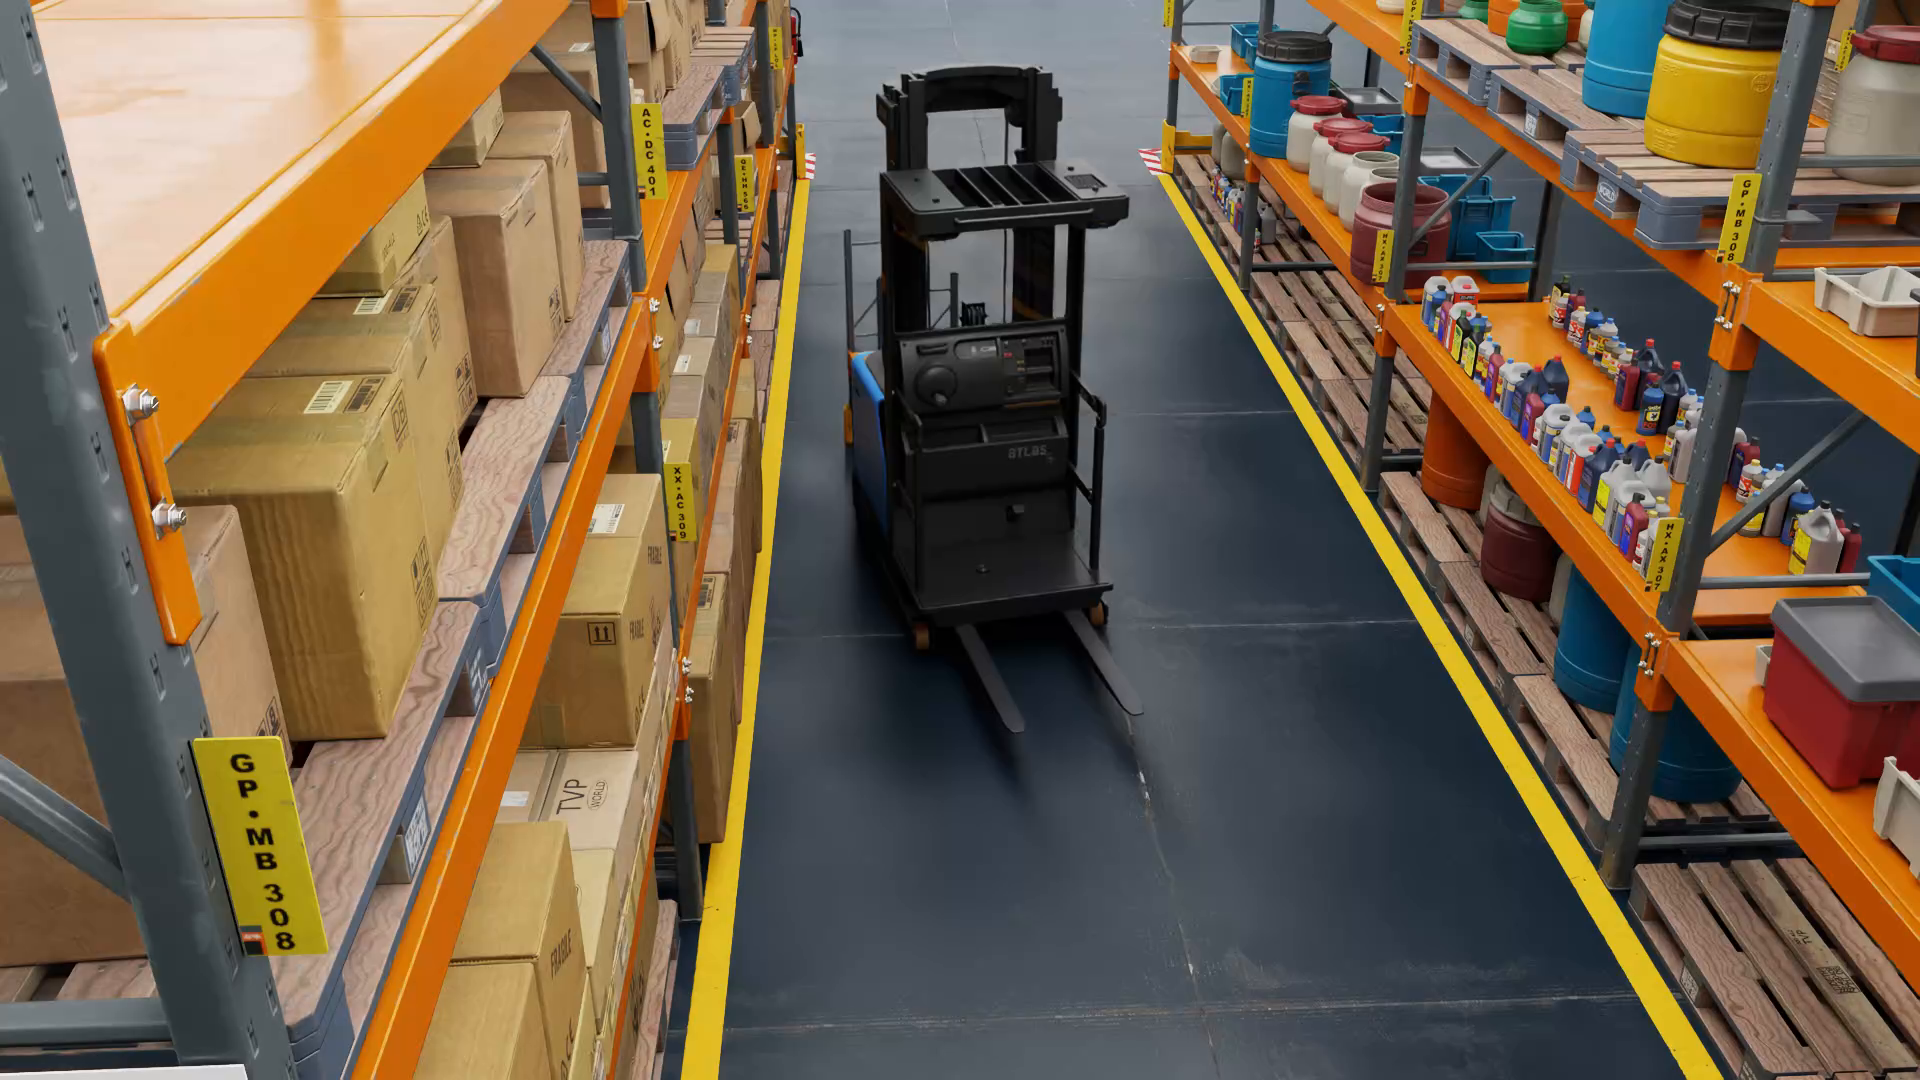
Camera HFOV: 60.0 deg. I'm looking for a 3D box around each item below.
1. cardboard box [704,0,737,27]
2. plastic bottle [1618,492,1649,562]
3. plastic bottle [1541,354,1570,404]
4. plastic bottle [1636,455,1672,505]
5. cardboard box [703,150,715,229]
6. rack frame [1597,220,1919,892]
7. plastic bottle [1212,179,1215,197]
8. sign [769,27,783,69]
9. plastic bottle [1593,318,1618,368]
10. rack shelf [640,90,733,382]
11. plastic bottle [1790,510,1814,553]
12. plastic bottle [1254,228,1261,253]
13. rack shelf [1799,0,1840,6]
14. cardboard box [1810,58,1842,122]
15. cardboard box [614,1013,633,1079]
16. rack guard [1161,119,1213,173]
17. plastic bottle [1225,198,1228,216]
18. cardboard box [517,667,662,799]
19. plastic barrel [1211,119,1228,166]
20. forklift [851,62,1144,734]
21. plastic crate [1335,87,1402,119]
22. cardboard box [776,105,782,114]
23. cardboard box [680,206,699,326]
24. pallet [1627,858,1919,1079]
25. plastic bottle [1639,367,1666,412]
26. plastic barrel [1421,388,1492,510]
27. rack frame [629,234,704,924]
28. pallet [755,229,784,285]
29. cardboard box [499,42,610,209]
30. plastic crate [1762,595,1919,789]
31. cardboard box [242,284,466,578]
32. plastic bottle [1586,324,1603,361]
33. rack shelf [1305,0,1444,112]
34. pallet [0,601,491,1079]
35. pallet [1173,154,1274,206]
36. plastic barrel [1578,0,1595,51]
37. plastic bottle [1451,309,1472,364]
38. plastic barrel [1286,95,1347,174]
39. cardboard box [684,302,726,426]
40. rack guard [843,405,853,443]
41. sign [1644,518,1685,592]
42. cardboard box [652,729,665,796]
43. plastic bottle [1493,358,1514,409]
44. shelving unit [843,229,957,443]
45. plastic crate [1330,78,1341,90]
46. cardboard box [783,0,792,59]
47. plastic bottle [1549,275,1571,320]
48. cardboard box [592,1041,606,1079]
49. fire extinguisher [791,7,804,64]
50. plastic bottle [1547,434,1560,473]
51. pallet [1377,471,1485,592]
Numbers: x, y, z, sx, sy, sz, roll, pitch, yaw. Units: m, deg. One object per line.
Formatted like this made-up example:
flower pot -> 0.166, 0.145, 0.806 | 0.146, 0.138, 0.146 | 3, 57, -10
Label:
cardboard box -> -1.586, -3.043, 9.759 | 0.500, 0.250, 0.500 | -1, 28, -2
plastic bottle -> 2.938, -0.056, 7.241 | 0.061, 0.283, 0.133 | -1, 28, -3
plastic bottle -> 3.052, -0.798, 8.589 | 0.144, 0.351, 0.185 | -1, 28, -3
plastic bottle -> 3.109, -0.226, 7.494 | 0.144, 0.351, 0.185 | -1, 28, -3
cardboard box -> -2.013, -2.290, 10.835 | 0.700, 0.500, 0.500 | 3, 28, 5
rack frame -> 3.340, 0.172, 6.677 | 1.000, 3.000, 0.127 | -1, 28, -3
plastic bottle -> 2.502, -3.432, 16.136 | 0.097, 0.201, 0.097 | 0, 28, 0
sign -> -1.470, -3.932, 13.292 | 0.100, 0.325, 0.005 | -1, 28, -3
plastic bottle -> 3.598, -1.102, 9.258 | 0.097, 0.271, 0.097 | 0, 28, 0
rack shelf -> -1.711, -1.643, 7.691 | 1.077, 0.370, 4.000 | -1, 28, -3
plastic bottle -> 3.715, -0.034, 7.287 | 0.097, 0.201, 0.097 | 0, 28, 0
plastic bottle -> 2.592, -2.637, 14.613 | 0.097, 0.201, 0.097 | 0, 28, 0
rack shelf -> 3.444, -1.068, 3.778 | 1.077, 0.370, 4.000 | -1, 28, -3
cardboard box -> 7.839, -3.890, 14.356 | 0.700, 0.500, 0.500 | -2, 28, -4
cardboard box -> -1.605, 1.770, 5.457 | 0.875, 0.875, 0.875 | -1, 28, -3
rack guard -> 2.764, -4.228, 17.815 | 1.175, 0.500, 0.348 | -1, 28, -3
plastic bottle -> 2.535, -3.134, 15.566 | 0.097, 0.201, 0.097 | 0, 28, 0
cardboard box -> -1.292, 0.662, 5.577 | 0.500, 0.250, 0.500 | -1, 28, -1
plastic barrel -> 2.824, -4.151, 17.201 | 0.421, 0.512, 0.421 | 0, 28, 0
forklift -> 0.192, -0.890, 8.787 | 1.130, 2.935, 3.031 | -7, 28, -13
plastic crate -> 3.253, -3.335, 13.331 | 0.402, 0.464, 0.583 | -1, 28, -3
cardboard box -> -1.771, -3.861, 14.680 | 0.380, 0.149, 0.250 | -1, 28, -3
cardboard box -> -1.762, -1.406, 8.509 | 0.797, 0.503, 0.637 | -1, 28, -1
pallet -> 3.417, 1.747, 6.673 | 1.003, 0.211, 1.213 | -1, 28, -3
plastic bottle -> 3.593, -0.771, 8.611 | 0.061, 0.283, 0.133 | -1, 28, -3
plastic barrel -> 3.173, -0.674, 10.191 | 0.600, 0.830, 0.708 | -1, 28, -3
rack frame -> -1.607, 0.291, 6.448 | 1.000, 3.000, 0.127 | -1, 28, -3
pallet -> -2.095, -2.476, 14.769 | 1.003, 0.211, 1.213 | -1, 28, -3
cardboard box -> -1.647, -1.537, 6.147 | 0.700, 0.500, 0.500 | -1, 28, -1
plastic crate -> 3.136, 0.535, 5.846 | 0.402, 0.464, 0.583 | -1, 28, -3
cardboard box -> -1.463, -0.206, 3.486 | 0.700, 0.500, 0.500 | -3, 28, -6
plastic bottle -> 3.593, -1.116, 9.360 | 0.097, 0.201, 0.097 | 0, 28, 0
rack shelf -> 3.026, -3.610, 11.462 | 1.077, 0.370, 4.000 | -1, 28, -3
pallet -> -1.447, 0.506, 2.889 | 1.003, 0.211, 1.213 | -1, 28, -3
pallet -> 2.801, -3.724, 17.163 | 1.003, 0.211, 1.213 | -1, 28, -3
plastic barrel -> 3.333, -2.639, 8.518 | 0.301, 0.262, 0.301 | 0, 28, 0
plastic bottle -> 2.816, -1.140, 9.317 | 0.061, 0.283, 0.133 | -1, 28, -3
plastic barrel -> 2.753, -3.136, 12.872 | 0.433, 0.535, 0.433 | 0, 28, 0
cardboard box -> -1.492, -0.908, 8.640 | 0.500, 0.500, 0.500 | -2, 28, -4
rack guard -> -0.515, -0.837, 11.585 | 0.587, 0.250, 0.087 | -7, 28, -13
sign -> 2.790, 0.061, 6.589 | 0.100, 0.325, 0.005 | -1, 28, -3
cardboard box -> -1.237, 0.773, 5.796 | 0.380, 0.149, 0.250 | -2, 28, -4
plastic bottle -> 2.869, -0.823, 8.724 | 0.097, 0.271, 0.097 | 0, 28, 0
shelving unit -> -0.388, -1.169, 10.869 | 0.587, 1.500, 1.083 | -7, 28, -13
plastic crate -> 3.133, -4.063, 15.025 | 0.450, 0.188, 0.662 | -1, 28, -3
cardboard box -> -2.086, -4.944, 16.056 | 0.875, 0.500, 0.500 | -1, 28, -3
plastic bottle -> 3.578, -1.447, 9.907 | 0.061, 0.283, 0.133 | -1, 28, -3
cardboard box -> -1.156, 1.484, 4.432 | 0.380, 0.149, 0.250 | -2, 28, -3
fire extinguisher -> -1.779, -5.280, 17.214 | 0.296, 0.674, 0.183 | -1, 28, -3
plastic bottle -> 2.910, -0.431, 8.048 | 0.097, 0.201, 0.097 | 0, 28, 0
pallet -> 3.213, -0.076, 10.168 | 1.003, 0.211, 1.213 | -1, 28, -3
